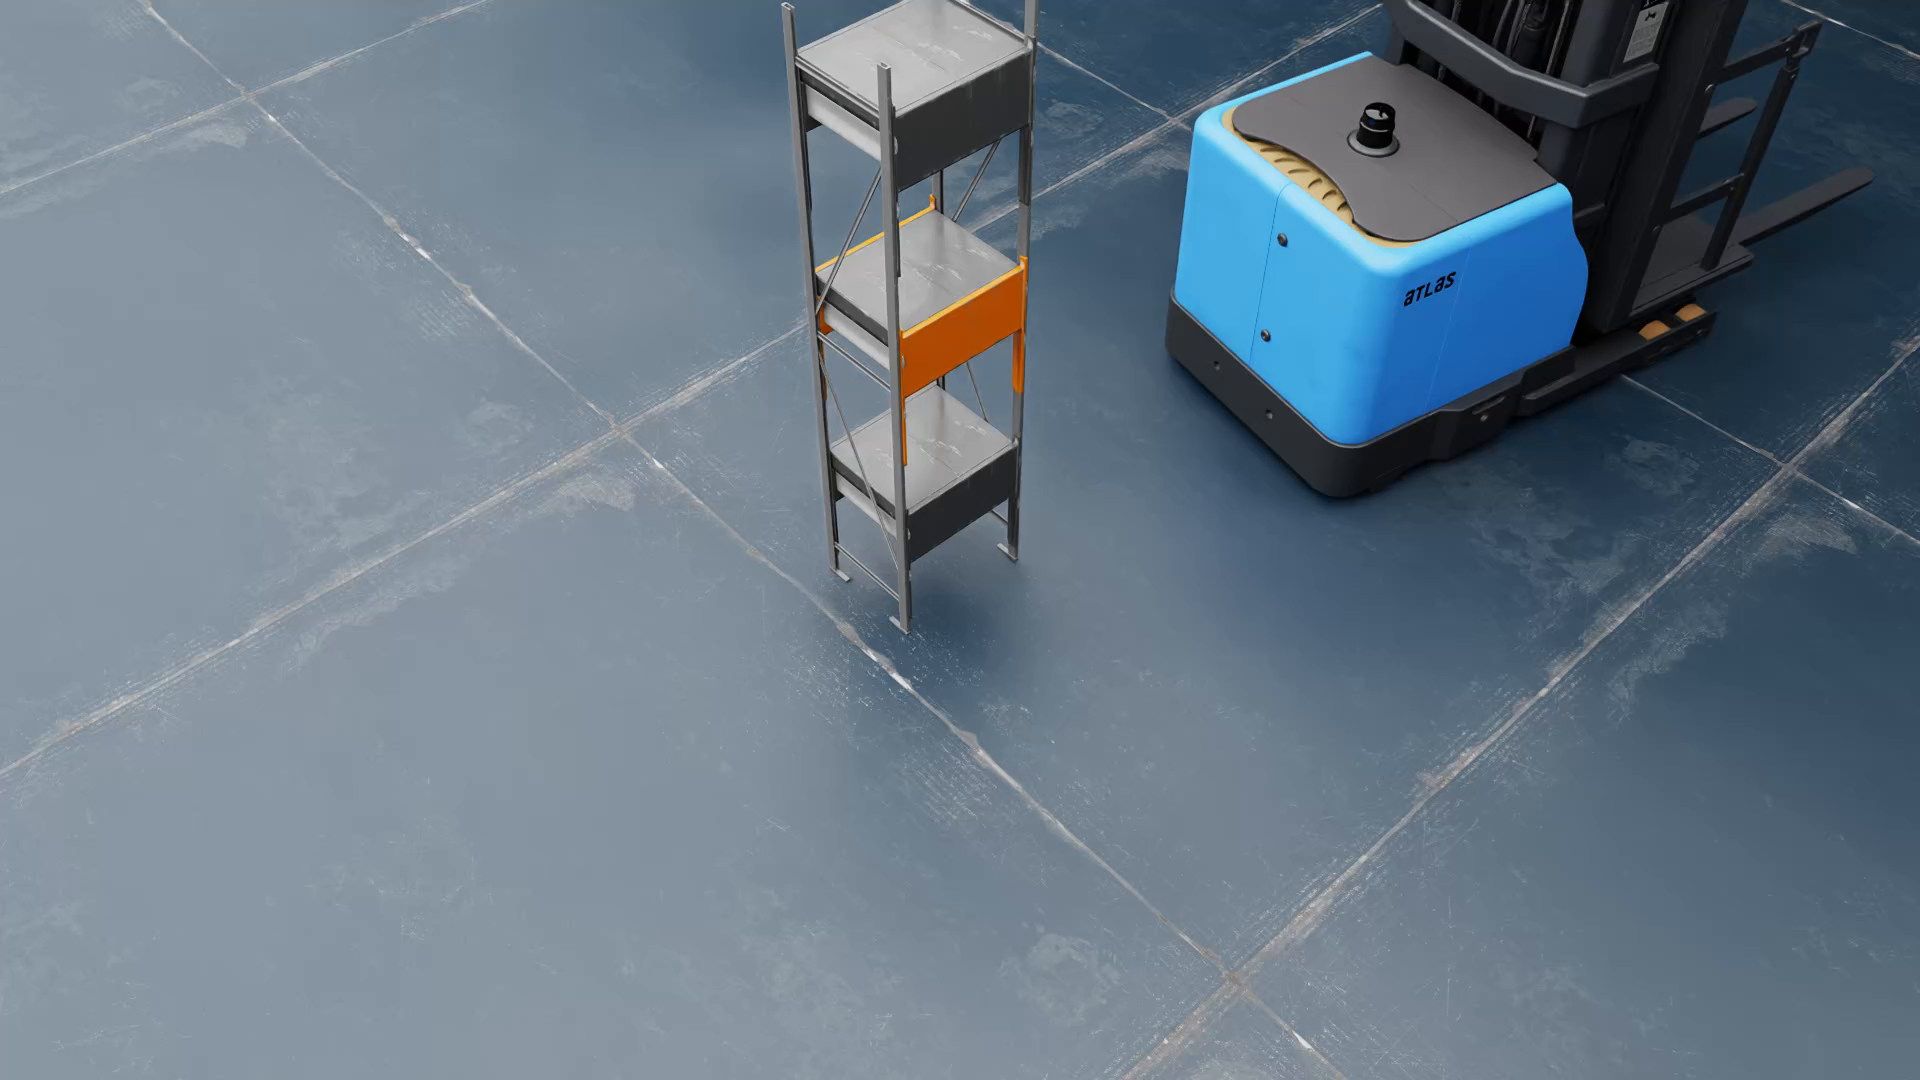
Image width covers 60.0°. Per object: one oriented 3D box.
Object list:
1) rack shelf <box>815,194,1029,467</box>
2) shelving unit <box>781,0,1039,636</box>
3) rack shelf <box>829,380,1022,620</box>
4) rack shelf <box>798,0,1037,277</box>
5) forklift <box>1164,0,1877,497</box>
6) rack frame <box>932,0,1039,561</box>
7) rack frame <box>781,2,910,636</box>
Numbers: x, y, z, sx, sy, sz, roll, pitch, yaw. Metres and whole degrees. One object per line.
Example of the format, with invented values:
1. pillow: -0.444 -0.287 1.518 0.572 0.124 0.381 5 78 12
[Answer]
1. rack shelf: -0.122 -0.621 4.913 0.480 0.518 0.431 -34 56 -27
2. shelving unit: -0.122 -0.630 4.903 0.503 2.100 0.431 -34 56 -27
3. rack shelf: -0.122 -0.146 5.427 0.480 0.518 0.431 -34 56 -27
4. rack shelf: -0.122 -1.096 4.398 0.480 0.518 0.431 -34 56 -27
5. forklift: 2.306 -1.974 5.578 3.031 2.935 1.130 -24 52 -21
6. rack frame: 0.058 -0.751 5.014 0.015 2.100 0.400 -34 56 -27
7. rack frame: -0.303 -0.510 4.791 0.015 2.100 0.400 -34 56 -27
